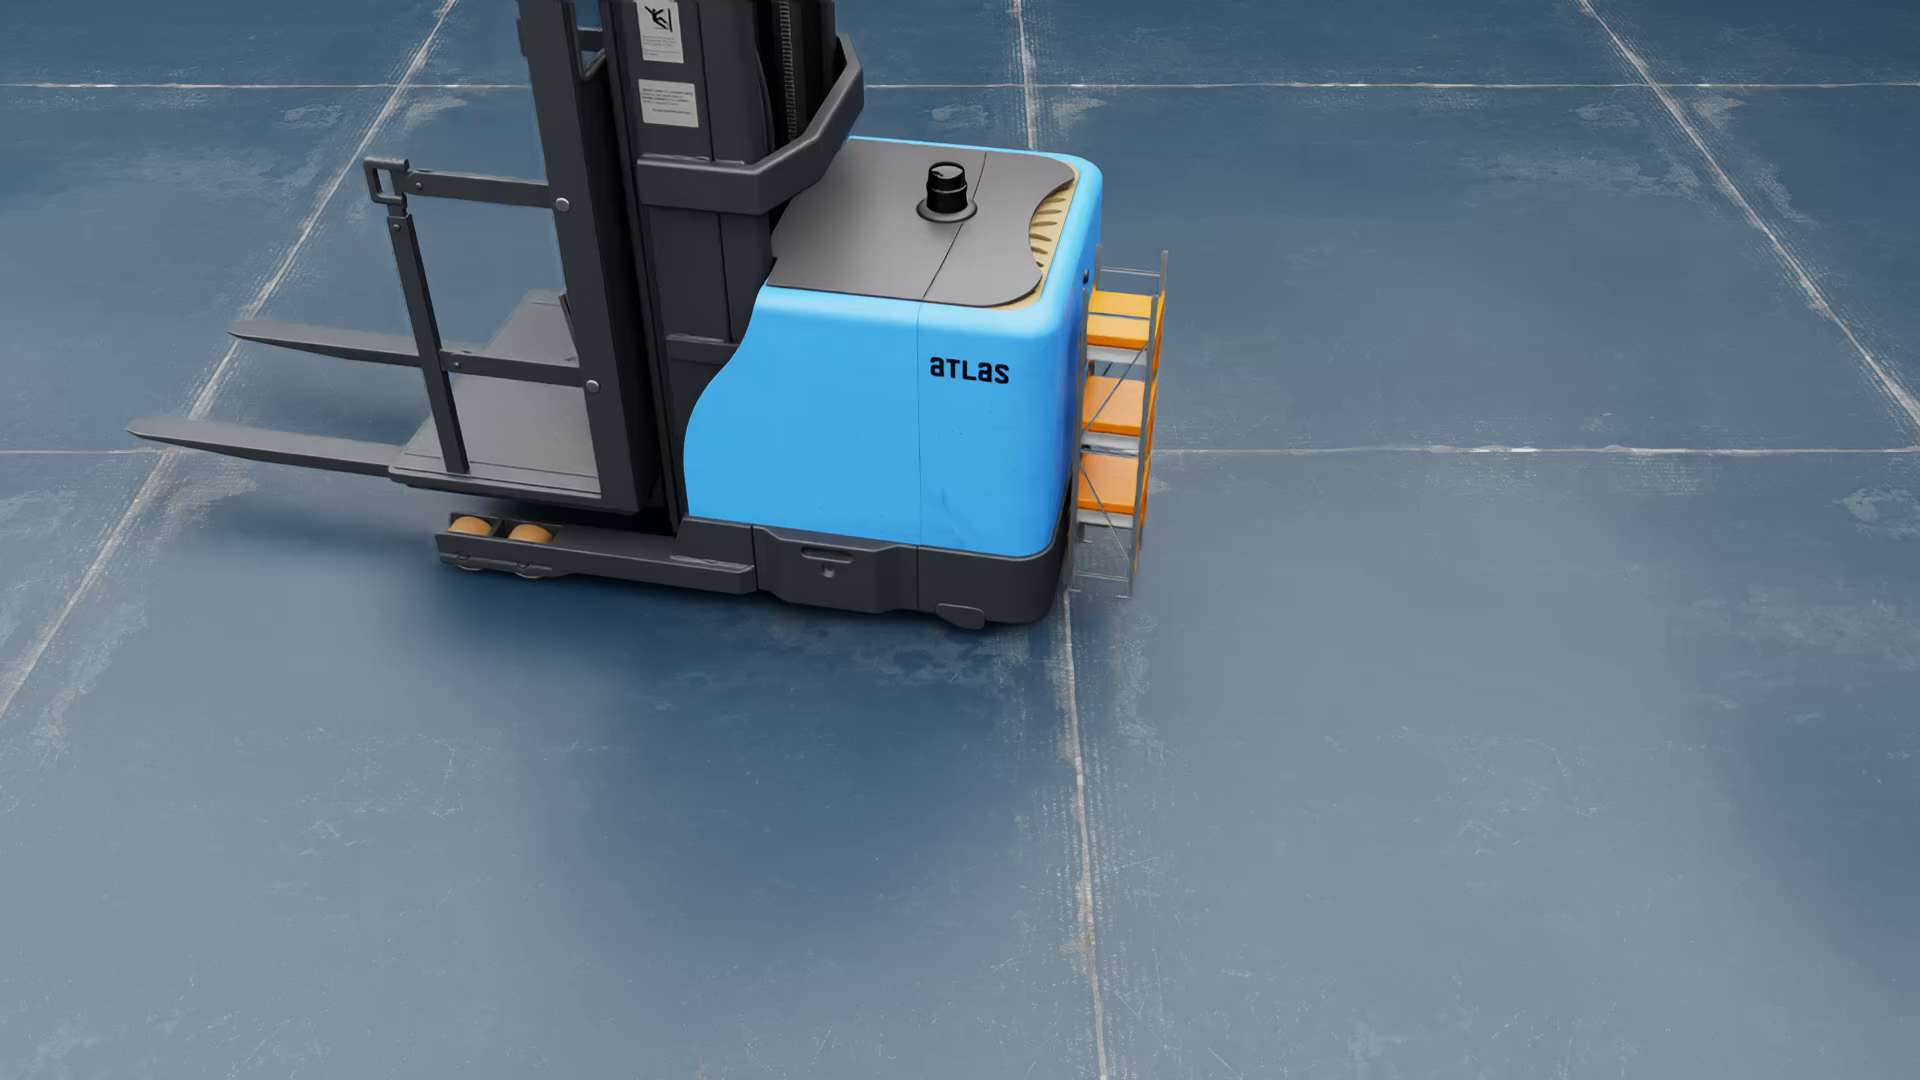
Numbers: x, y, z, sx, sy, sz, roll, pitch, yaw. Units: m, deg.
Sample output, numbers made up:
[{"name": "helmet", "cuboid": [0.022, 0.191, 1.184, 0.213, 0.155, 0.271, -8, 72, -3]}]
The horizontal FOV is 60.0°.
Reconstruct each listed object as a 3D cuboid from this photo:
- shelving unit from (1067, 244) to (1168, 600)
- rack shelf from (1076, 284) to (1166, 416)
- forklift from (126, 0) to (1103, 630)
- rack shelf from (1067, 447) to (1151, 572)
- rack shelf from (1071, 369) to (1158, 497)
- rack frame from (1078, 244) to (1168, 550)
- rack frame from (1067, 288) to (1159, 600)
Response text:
[{"name": "shelving unit", "cuboid": [0.447, -0.318, 4.807, 0.215, 1.050, 0.252, 7, 39, 9]}, {"name": "rack shelf", "cuboid": [0.448, -0.531, 4.636, 0.215, 0.259, 0.240, 7, 39, 9]}, {"name": "forklift", "cuboid": [-1.131, -1.341, 4.579, 3.031, 2.935, 1.130, 7, 39, 9]}, {"name": "rack shelf", "cuboid": [0.447, -0.093, 4.988, 0.215, 0.259, 0.240, 7, 39, 9]}, {"name": "rack shelf", "cuboid": [0.447, -0.310, 4.814, 0.215, 0.259, 0.240, 7, 39, 9]}, {"name": "rack frame", "cuboid": [0.471, -0.393, 4.901, 0.200, 1.050, 0.008, 7, 39, 9]}, {"name": "rack frame", "cuboid": [0.423, -0.243, 4.714, 0.200, 1.050, 0.008, 7, 39, 9]}]
